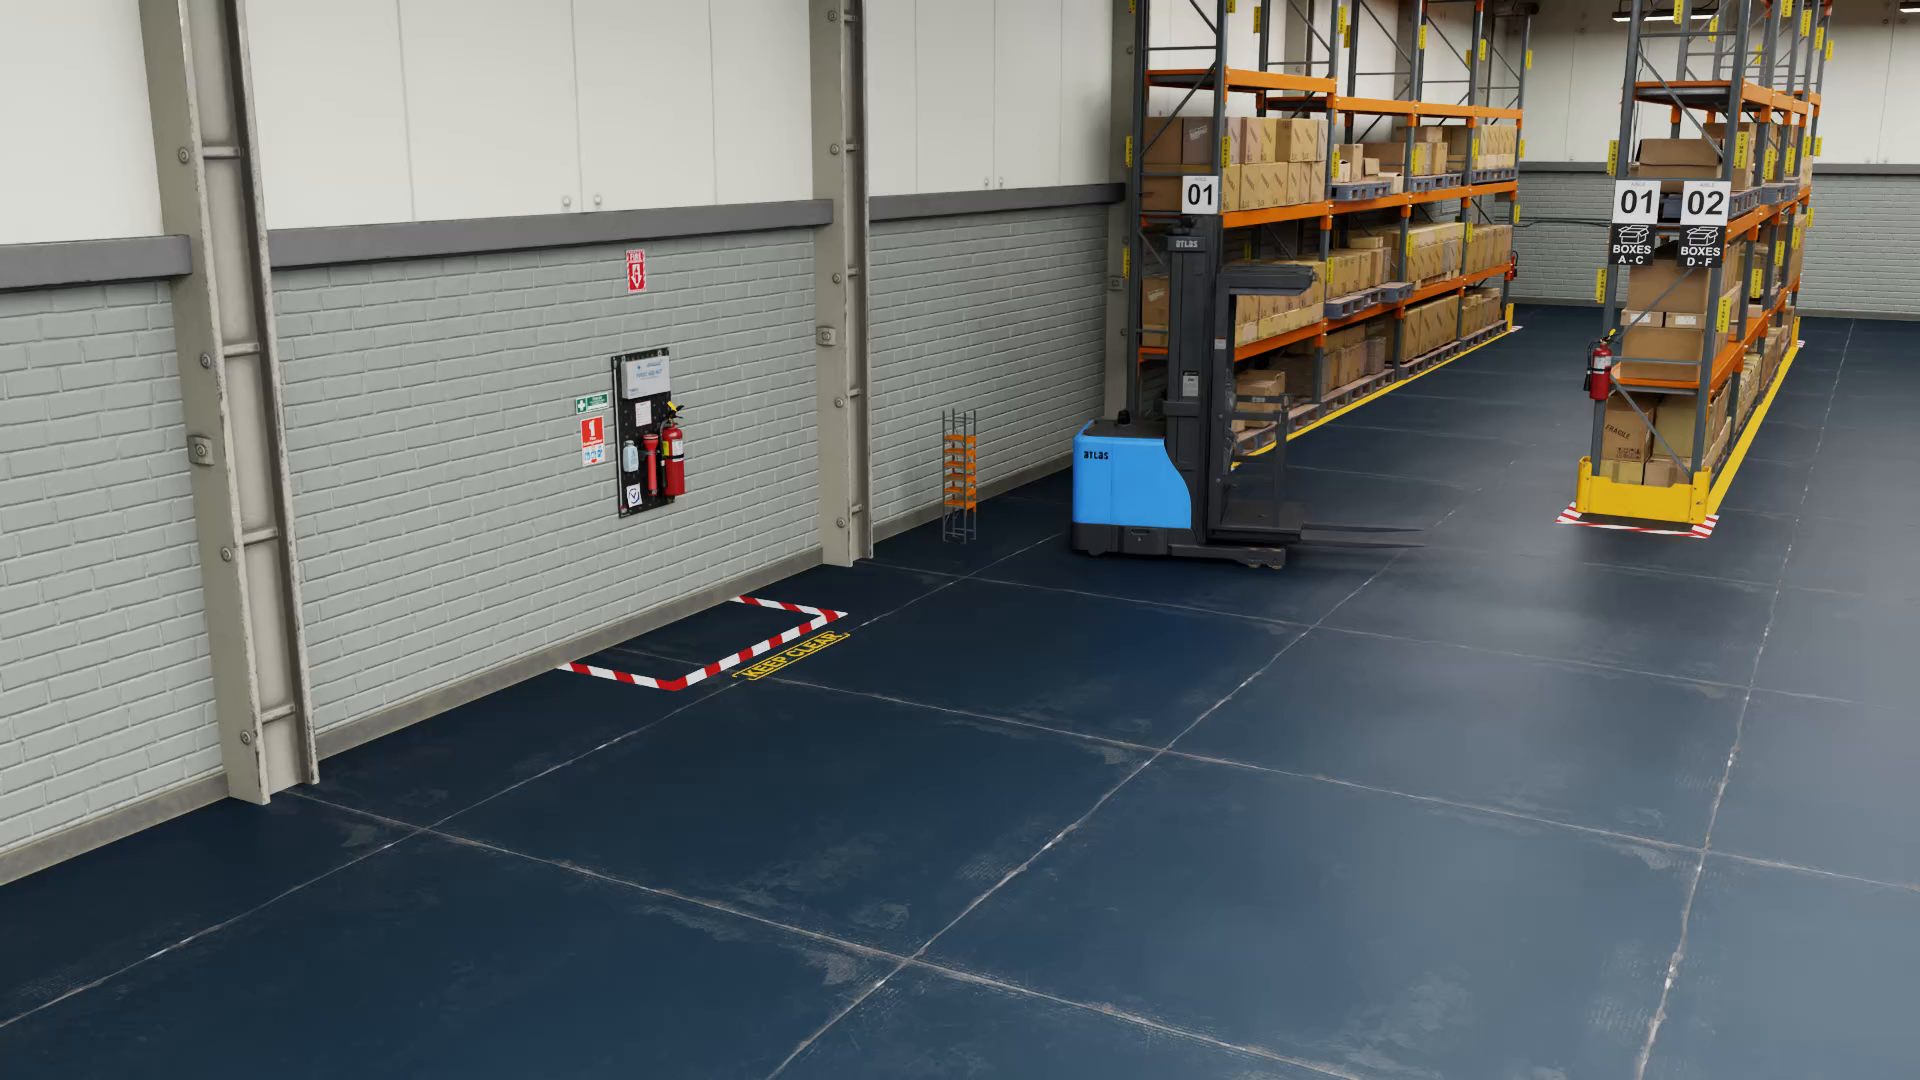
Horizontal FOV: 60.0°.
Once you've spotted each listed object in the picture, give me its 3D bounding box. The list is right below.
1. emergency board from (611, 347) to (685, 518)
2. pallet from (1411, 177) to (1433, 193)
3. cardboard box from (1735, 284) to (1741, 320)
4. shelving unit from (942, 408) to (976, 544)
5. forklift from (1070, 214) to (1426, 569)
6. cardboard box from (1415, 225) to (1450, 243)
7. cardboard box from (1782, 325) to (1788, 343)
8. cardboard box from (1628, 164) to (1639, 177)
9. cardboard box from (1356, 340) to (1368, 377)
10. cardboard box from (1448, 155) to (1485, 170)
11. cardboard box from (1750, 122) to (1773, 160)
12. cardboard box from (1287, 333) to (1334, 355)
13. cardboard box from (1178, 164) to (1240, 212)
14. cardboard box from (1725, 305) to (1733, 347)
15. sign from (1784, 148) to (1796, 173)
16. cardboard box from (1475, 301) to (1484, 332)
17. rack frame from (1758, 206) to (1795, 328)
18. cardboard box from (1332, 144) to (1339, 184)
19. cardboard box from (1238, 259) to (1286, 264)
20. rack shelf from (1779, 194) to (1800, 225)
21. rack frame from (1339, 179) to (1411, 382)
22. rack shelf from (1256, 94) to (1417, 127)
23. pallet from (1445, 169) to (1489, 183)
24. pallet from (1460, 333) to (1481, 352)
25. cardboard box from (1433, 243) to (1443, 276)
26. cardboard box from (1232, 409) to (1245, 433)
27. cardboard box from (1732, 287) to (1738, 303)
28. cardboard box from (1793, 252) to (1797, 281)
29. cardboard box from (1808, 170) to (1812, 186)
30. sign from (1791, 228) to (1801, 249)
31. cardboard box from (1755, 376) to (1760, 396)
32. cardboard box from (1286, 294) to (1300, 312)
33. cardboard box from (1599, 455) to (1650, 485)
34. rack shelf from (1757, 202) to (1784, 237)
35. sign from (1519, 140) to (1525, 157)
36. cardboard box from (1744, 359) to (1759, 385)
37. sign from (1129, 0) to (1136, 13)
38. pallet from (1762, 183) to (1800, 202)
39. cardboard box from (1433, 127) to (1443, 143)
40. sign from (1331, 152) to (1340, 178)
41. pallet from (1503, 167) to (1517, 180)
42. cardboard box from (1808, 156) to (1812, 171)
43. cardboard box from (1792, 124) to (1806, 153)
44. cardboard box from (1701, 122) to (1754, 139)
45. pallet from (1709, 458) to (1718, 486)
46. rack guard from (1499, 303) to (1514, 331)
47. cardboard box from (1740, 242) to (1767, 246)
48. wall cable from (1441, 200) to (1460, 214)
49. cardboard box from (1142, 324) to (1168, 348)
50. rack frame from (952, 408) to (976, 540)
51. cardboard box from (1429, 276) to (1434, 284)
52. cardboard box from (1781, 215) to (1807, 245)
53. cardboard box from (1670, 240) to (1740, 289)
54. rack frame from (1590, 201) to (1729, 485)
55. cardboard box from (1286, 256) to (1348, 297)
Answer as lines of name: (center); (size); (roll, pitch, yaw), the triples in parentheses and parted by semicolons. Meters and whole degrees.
emergency board: (-2.217, -0.781, 12.088); (0.194, 1.169, 0.643); (7, 15, 28)
pallet: (6.463, -5.419, 25.329); (1.213, 0.211, 1.003); (8, 16, 31)
cardboard box: (9.485, -2.948, 20.865); (0.500, 0.500, 0.500); (7, 15, 28)
shelving unit: (-0.007, -0.580, 15.097); (0.258, 1.200, 0.189); (7, 15, 28)
forklift: (2.544, -1.314, 14.448); (3.031, 2.935, 1.130); (3, 14, 12)
cardboard box: (7.627, -4.969, 26.970); (0.500, 0.250, 0.500); (8, 16, 29)
cardboard box: (13.871, -3.541, 28.466); (0.500, 0.250, 0.500); (7, 15, 28)
cardboard box: (6.994, -3.636, 16.657); (0.500, 0.250, 0.500); (7, 15, 28)
cardboard box: (5.545, -2.667, 24.306); (0.700, 0.500, 0.500); (7, 15, 28)
cardboard box: (8.696, -6.485, 28.559); (0.500, 0.250, 0.500); (7, 15, 28)
cardboard box: (10.752, -5.435, 22.648); (0.500, 0.500, 0.500); (7, 15, 28)
cardboard box: (4.815, -2.700, 22.845); (0.500, 0.250, 0.500); (7, 15, 27)
cardboard box: (2.711, -3.830, 18.079); (0.500, 0.500, 0.500); (8, 16, 30)
cardboard box: (8.393, -2.490, 18.964); (0.700, 0.500, 0.500); (7, 15, 27)
sign: (11.018, -5.037, 22.071); (0.100, 0.325, 0.005); (7, 15, 28)
cardboard box: (9.079, -4.073, 30.183); (0.700, 0.500, 0.500); (8, 16, 29)
rack frame: (12.470, -4.174, 26.165); (1.000, 3.000, 0.127); (7, 15, 28)
cardboard box: (4.598, -4.908, 21.697); (0.500, 0.500, 0.500); (10, 17, 36)
cardboard box: (3.854, -3.322, 21.307); (0.500, 0.500, 0.500); (7, 15, 27)
rack shelf: (11.503, -4.872, 24.195); (1.077, 0.370, 4.000); (7, 15, 28)
rack frame: (6.198, -3.914, 25.085); (1.000, 3.000, 0.127); (7, 15, 28)
rack shelf: (5.231, -5.876, 22.811); (1.077, 0.370, 4.000); (7, 15, 28)
pallet: (8.536, -6.317, 28.840); (1.003, 0.211, 1.213); (7, 15, 28)
pallet: (8.568, -3.526, 29.427); (1.003, 0.211, 1.213); (7, 15, 28)
cardboard box: (7.404, -4.504, 26.639); (0.500, 0.500, 0.500); (8, 16, 30)
cardboard box: (3.019, -1.428, 19.573); (0.500, 0.311, 0.500); (9, 16, 33)
cardboard box: (8.537, -2.766, 18.727); (0.380, 0.149, 0.250); (7, 15, 27)
cardboard box: (13.443, -4.504, 27.320); (0.500, 0.500, 0.500); (7, 15, 28)
cardboard box: (14.386, -6.245, 28.674); (0.500, 0.250, 0.500); (7, 15, 28)
sign: (12.957, -4.675, 25.771); (0.100, 0.325, 0.005); (7, 15, 28)
cardboard box: (10.495, -2.086, 22.471); (0.500, 0.250, 0.500); (8, 16, 29)
cardboard box: (3.817, -3.058, 20.210); (0.500, 0.500, 0.500); (7, 15, 26)
cardboard box: (6.669, -0.723, 16.821); (0.500, 0.250, 0.500); (7, 15, 28)
rack shelf: (9.569, -4.052, 20.791); (1.077, 0.370, 4.000); (7, 15, 28)
sign: (10.533, -7.341, 31.181); (0.100, 0.325, 0.005); (7, 15, 28)
cardboard box: (10.253, -2.251, 21.961); (0.500, 0.311, 0.500); (7, 15, 27)
sign: (1.854, -5.787, 17.724); (0.100, 0.325, 0.005); (7, 15, 28)
pallet: (10.286, -4.571, 21.812); (1.213, 0.211, 1.003); (8, 16, 31)
cardboard box: (7.591, -6.654, 27.299); (0.500, 0.250, 0.500); (9, 16, 32)
sign: (4.743, -4.743, 21.021); (0.100, 0.325, 0.005); (7, 15, 28)
pallet: (9.716, -6.817, 30.916); (1.003, 0.211, 1.213); (7, 15, 28)
cardboard box: (14.137, -6.386, 28.193); (0.500, 0.250, 0.500); (7, 15, 28)
cardboard box: (13.037, -6.358, 26.475); (0.700, 0.500, 0.500); (7, 15, 28)
cardboard box: (8.935, -4.609, 19.392); (0.500, 0.500, 0.500); (8, 15, 29)
pallet: (7.592, -0.768, 17.984); (1.003, 0.211, 1.213); (7, 15, 28)
rack guard: (10.077, -4.345, 32.207); (1.175, 0.500, 0.348); (7, 15, 28)
cardboard box: (12.045, -4.355, 25.806); (0.700, 0.500, 0.500); (2, 14, 9)
wall cable: (9.856, -6.419, 33.309); (0.084, 1.984, 1.851); (7, 15, 28)
cardboard box: (2.387, -2.328, 18.782); (0.500, 0.250, 0.500); (8, 16, 29)
rack frame: (0.037, -0.599, 15.175); (0.240, 1.200, 0.006); (7, 15, 28)
cardboard box: (7.425, -4.212, 26.815); (0.380, 0.149, 0.250); (8, 16, 30)
cardboard box: (14.185, -5.303, 28.501); (0.500, 0.500, 0.500); (8, 16, 30)
cardboard box: (8.393, -3.121, 18.812); (0.700, 0.500, 0.500); (7, 15, 28)
rack frame: (6.669, -1.712, 15.953); (1.000, 3.000, 0.127); (7, 15, 28)
cardboard box: (4.816, -3.570, 22.507); (0.700, 0.500, 0.500); (9, 16, 34)
